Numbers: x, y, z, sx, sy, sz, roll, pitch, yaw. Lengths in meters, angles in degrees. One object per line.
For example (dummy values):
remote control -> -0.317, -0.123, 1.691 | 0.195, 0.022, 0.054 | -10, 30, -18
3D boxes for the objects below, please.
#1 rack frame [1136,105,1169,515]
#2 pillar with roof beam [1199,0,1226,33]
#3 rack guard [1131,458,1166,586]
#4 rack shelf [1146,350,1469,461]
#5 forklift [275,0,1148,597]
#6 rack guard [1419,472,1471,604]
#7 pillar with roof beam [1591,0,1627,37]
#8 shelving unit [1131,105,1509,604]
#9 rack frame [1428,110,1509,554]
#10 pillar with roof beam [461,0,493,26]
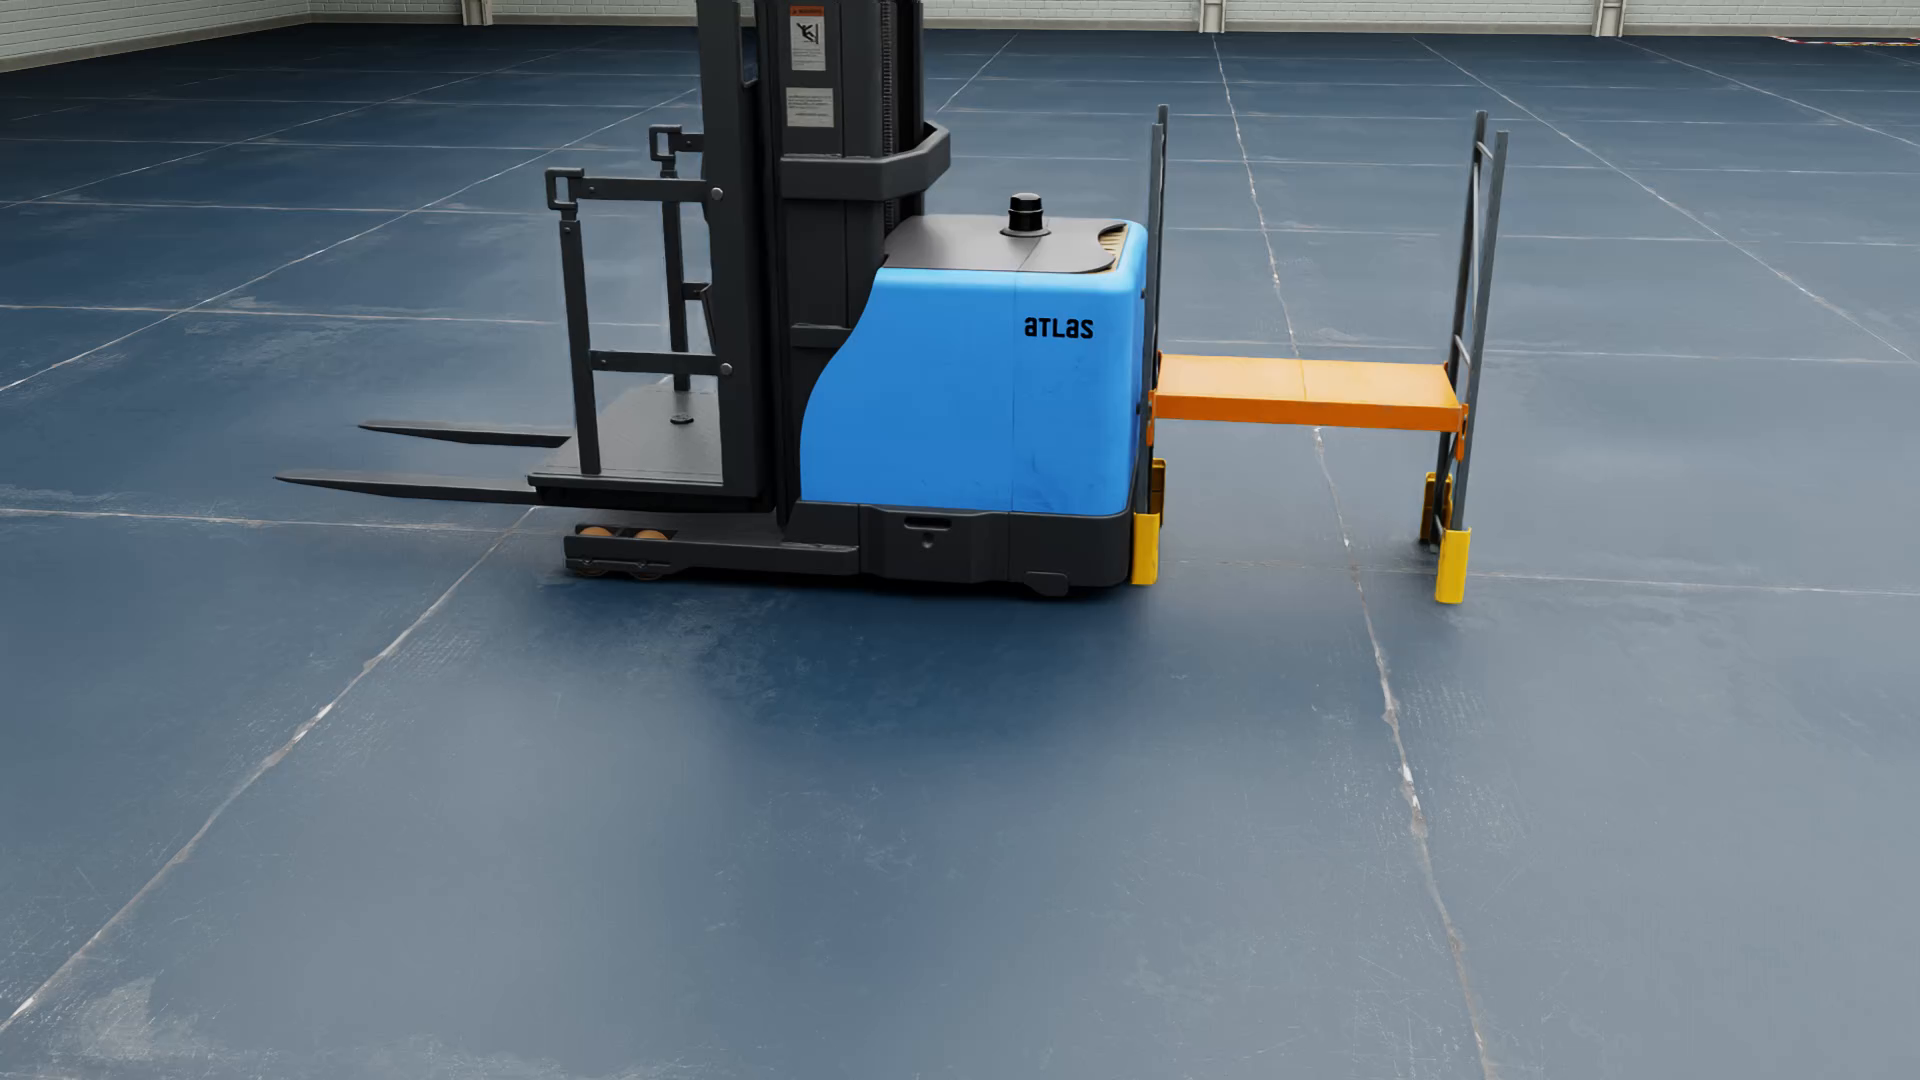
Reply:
rack frame -> 0.638, -0.654, 5.555 | 0.032, 1.500, 0.500 | 3, 22, 8
pillar with roof beam -> 3.452, -10.613, 20.544 | 0.400, 9.000, 9.100 | 2, 22, 6
rack guard -> 0.657, -0.072, 5.782 | 0.087, 0.250, 0.587 | 3, 22, 8
rack shelf -> 1.140, -0.458, 5.548 | 1.000, 0.185, 0.538 | 3, 22, 8
forklift -> -0.887, -1.414, 5.529 | 3.031, 2.935, 1.130 | 3, 22, 8
rack guard -> 1.641, -0.016, 5.640 | 0.087, 0.250, 0.587 | 3, 22, 8
pillar with roof beam -> 9.410, -10.353, 19.887 | 0.400, 9.000, 9.100 | 2, 22, 6
shelving unit -> 1.149, -0.625, 5.481 | 1.083, 1.500, 0.587 | 3, 22, 8
rack frame -> 1.642, -0.597, 5.410 | 0.032, 1.500, 0.500 | 3, 22, 8
pillar with roof beam -> -8.465, -11.132, 21.857 | 0.400, 9.000, 9.100 | 2, 22, 6
